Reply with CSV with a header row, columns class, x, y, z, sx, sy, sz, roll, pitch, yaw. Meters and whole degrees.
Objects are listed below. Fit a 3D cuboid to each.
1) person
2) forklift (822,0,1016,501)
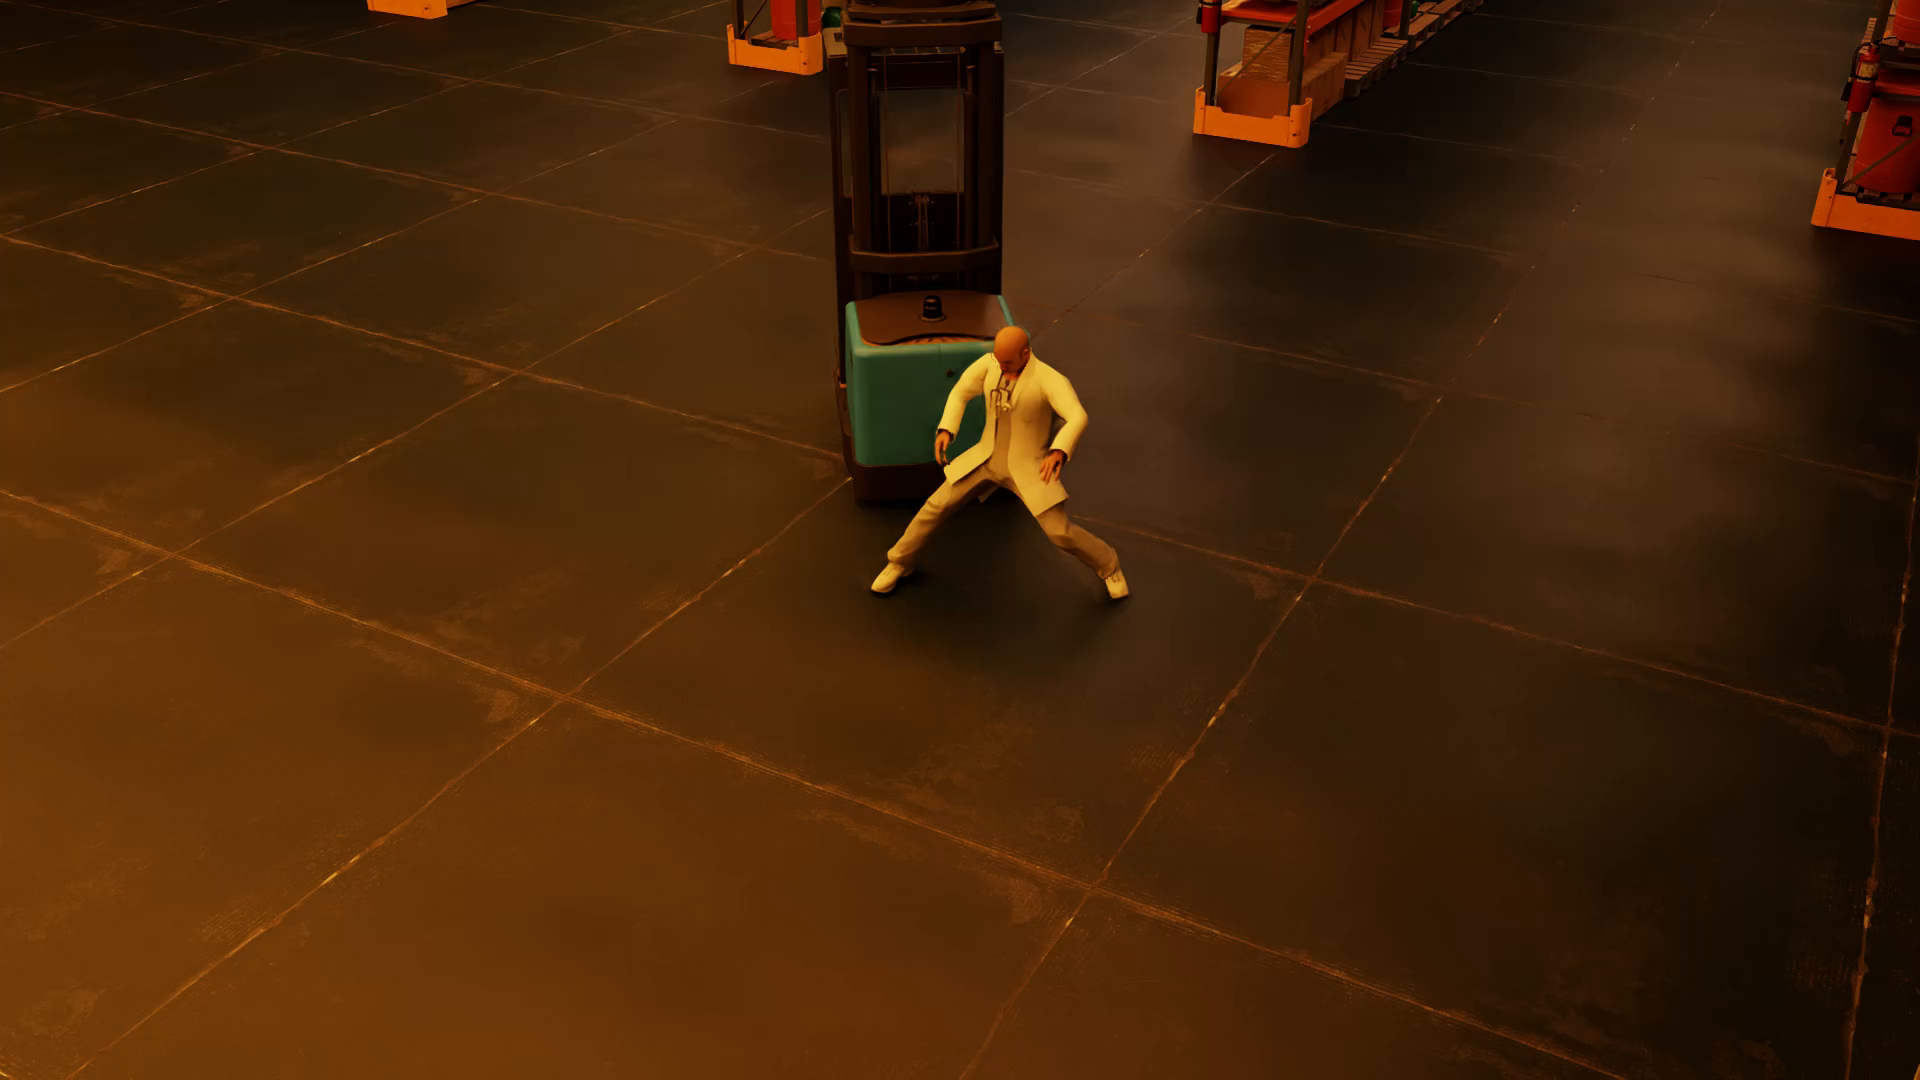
class,x,y,z,sx,sy,sz,roll,pitch,yaw
person,0.263,-0.397,9.134,1.268,1.568,1.023,19,35,29
forklift,-0.301,-2.225,10.926,1.130,2.935,3.031,-3,30,-6
